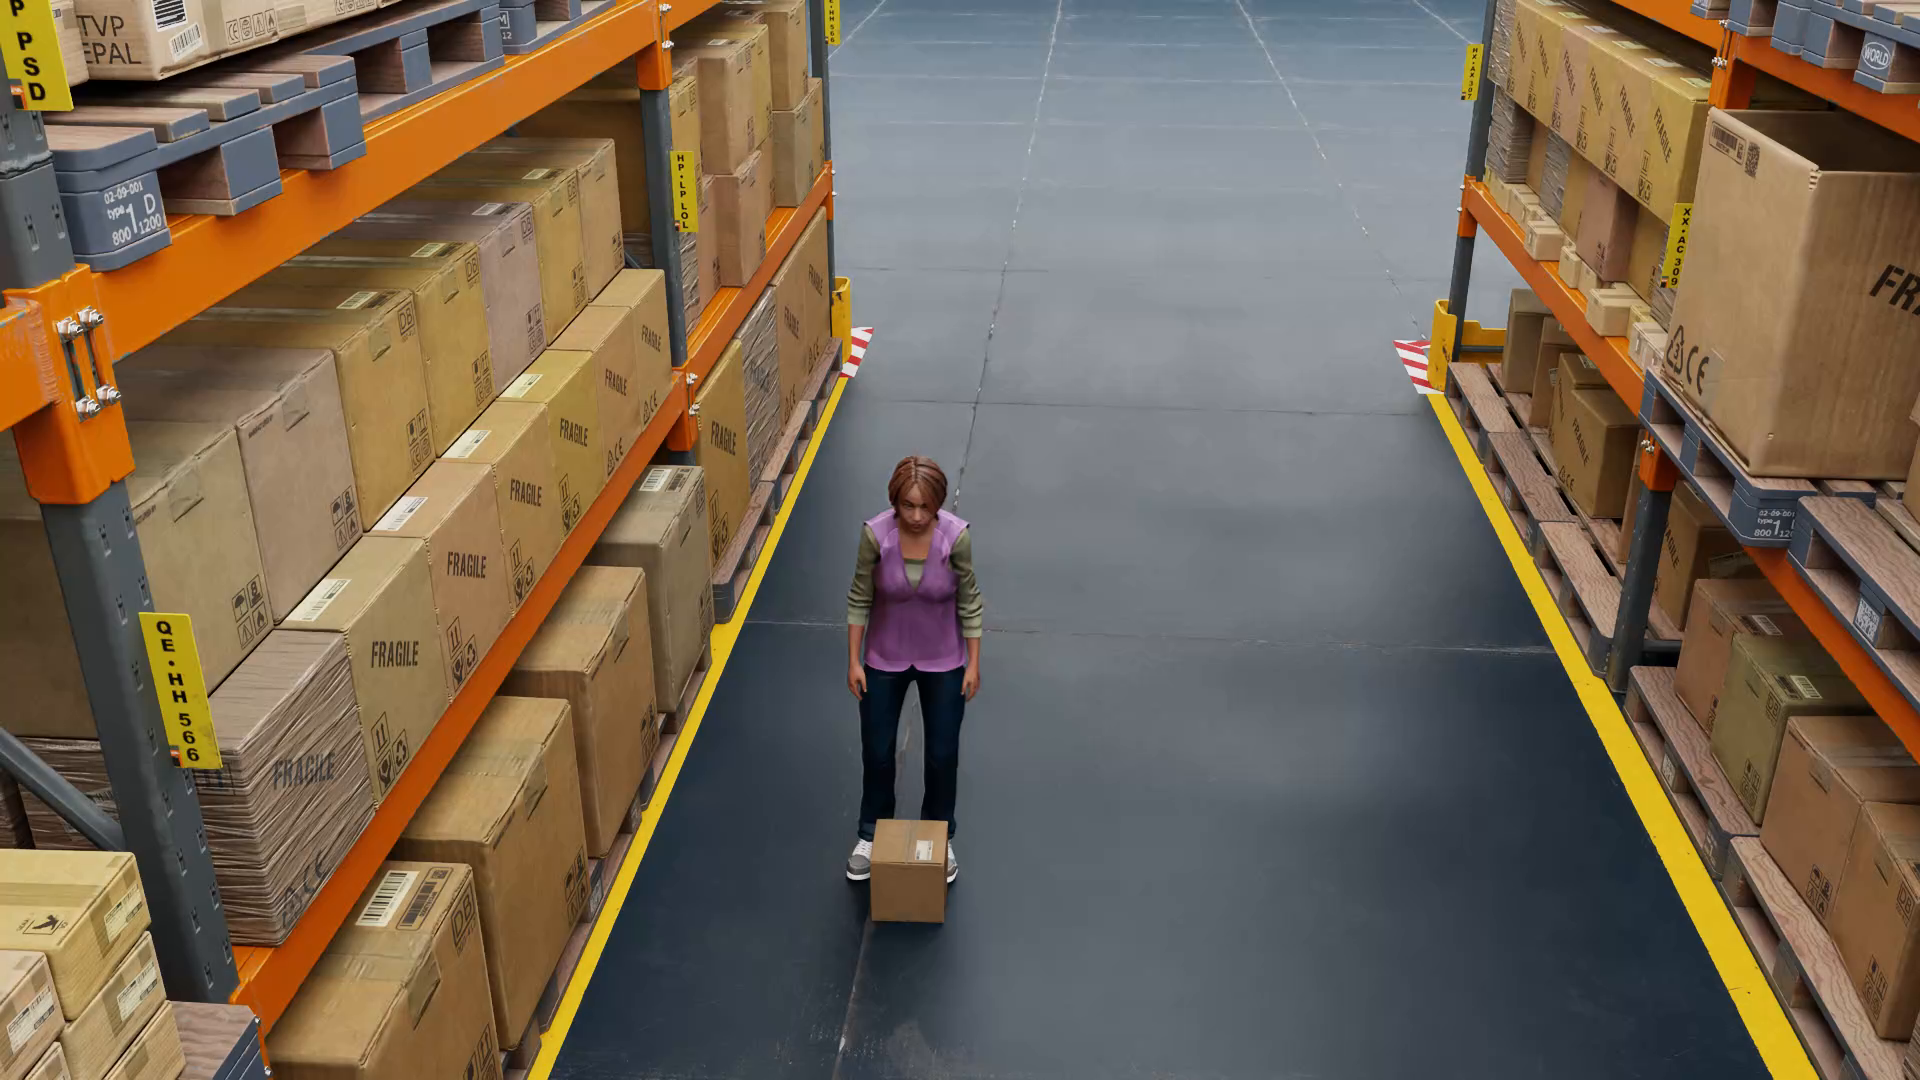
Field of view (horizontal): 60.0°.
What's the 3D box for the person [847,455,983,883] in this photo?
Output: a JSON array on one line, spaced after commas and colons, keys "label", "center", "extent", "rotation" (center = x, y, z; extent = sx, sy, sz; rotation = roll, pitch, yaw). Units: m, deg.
[{"label": "person", "center": [-0.162, 0.435, 5.683], "extent": [0.481, 1.591, 0.347], "rotation": [0, 25, 1]}]
